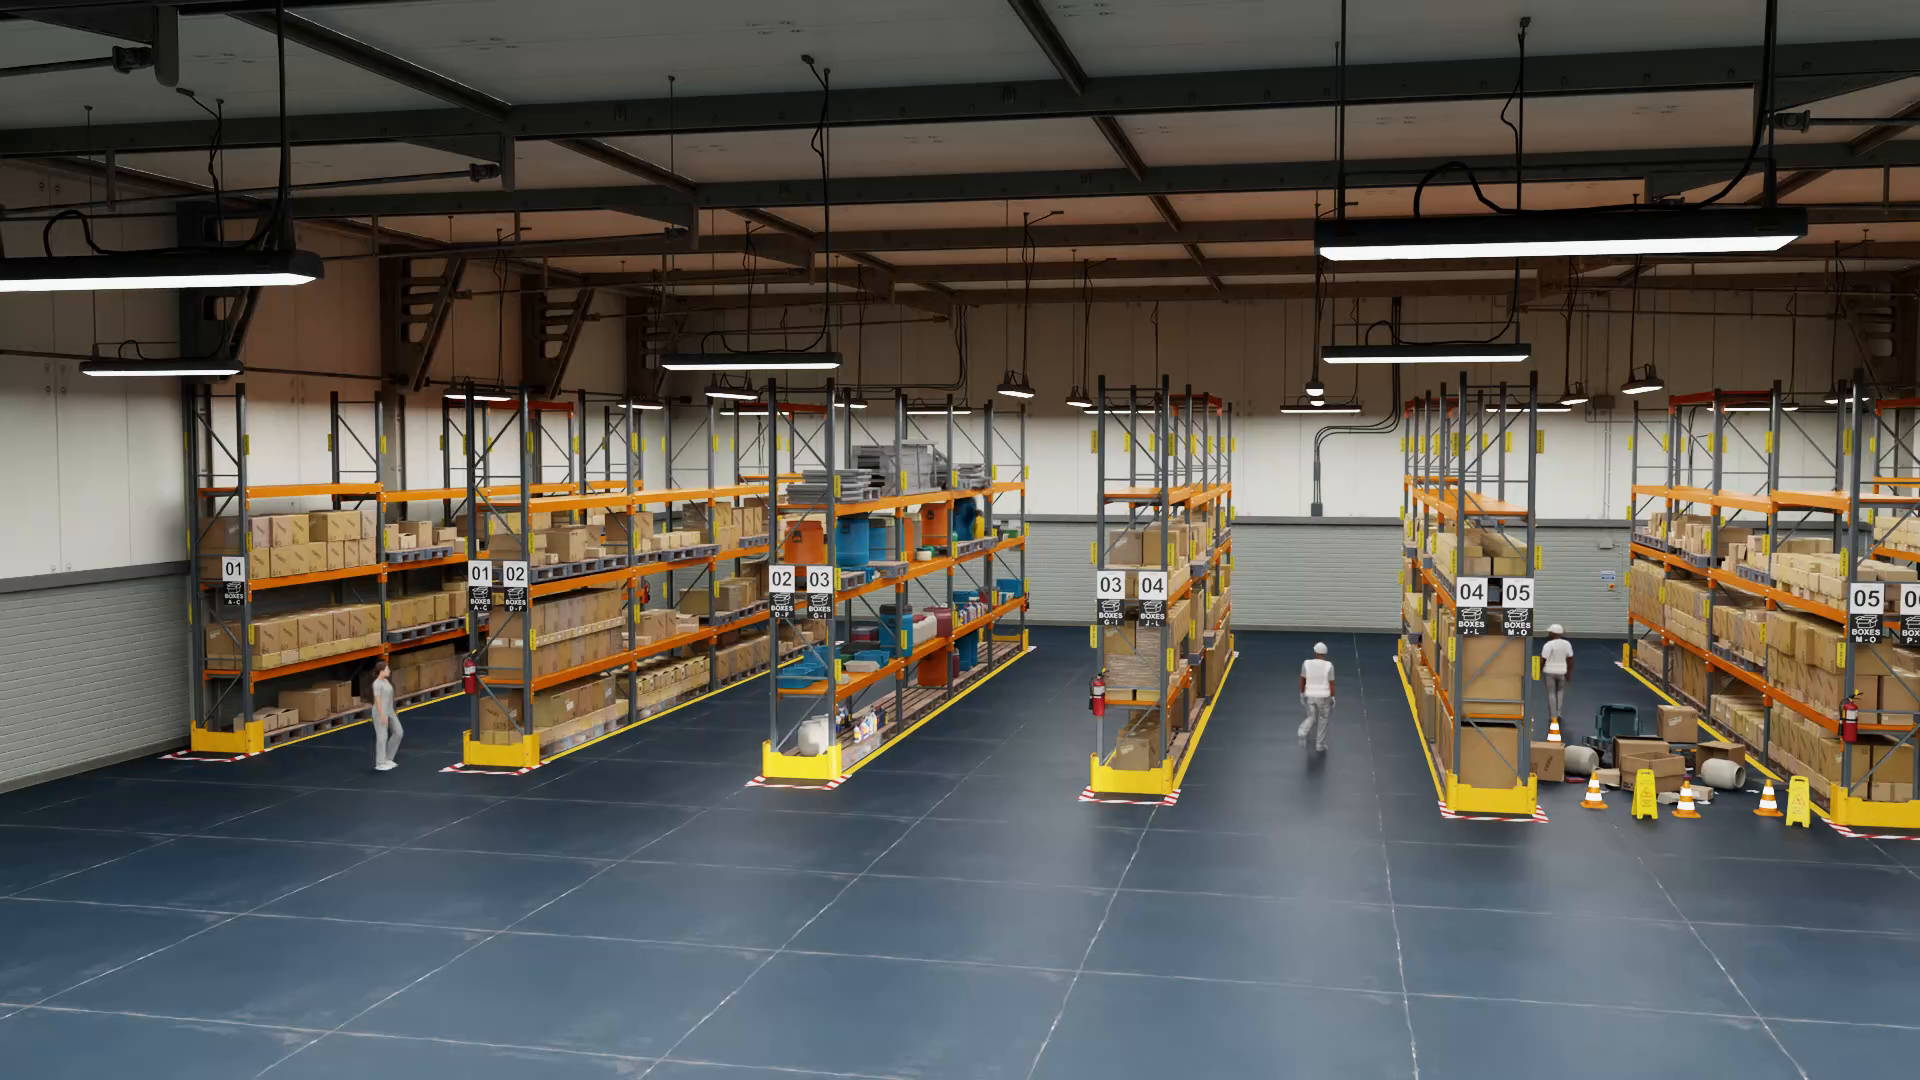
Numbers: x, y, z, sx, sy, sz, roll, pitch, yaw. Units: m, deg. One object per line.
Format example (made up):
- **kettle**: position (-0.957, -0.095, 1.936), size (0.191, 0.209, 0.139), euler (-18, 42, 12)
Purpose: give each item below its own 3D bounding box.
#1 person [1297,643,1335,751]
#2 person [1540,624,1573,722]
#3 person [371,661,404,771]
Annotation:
- **person**: position (5.805, 2.555, 27.049), size (0.669, 1.776, 0.543), euler (-3, 4, -43)
- **person**: position (10.682, 2.408, 29.907), size (0.651, 1.798, 0.693), euler (1, 3, 9)
- **person**: position (-8.881, 2.709, 25.660), size (0.385, 1.676, 0.515), euler (1, 3, 16)
